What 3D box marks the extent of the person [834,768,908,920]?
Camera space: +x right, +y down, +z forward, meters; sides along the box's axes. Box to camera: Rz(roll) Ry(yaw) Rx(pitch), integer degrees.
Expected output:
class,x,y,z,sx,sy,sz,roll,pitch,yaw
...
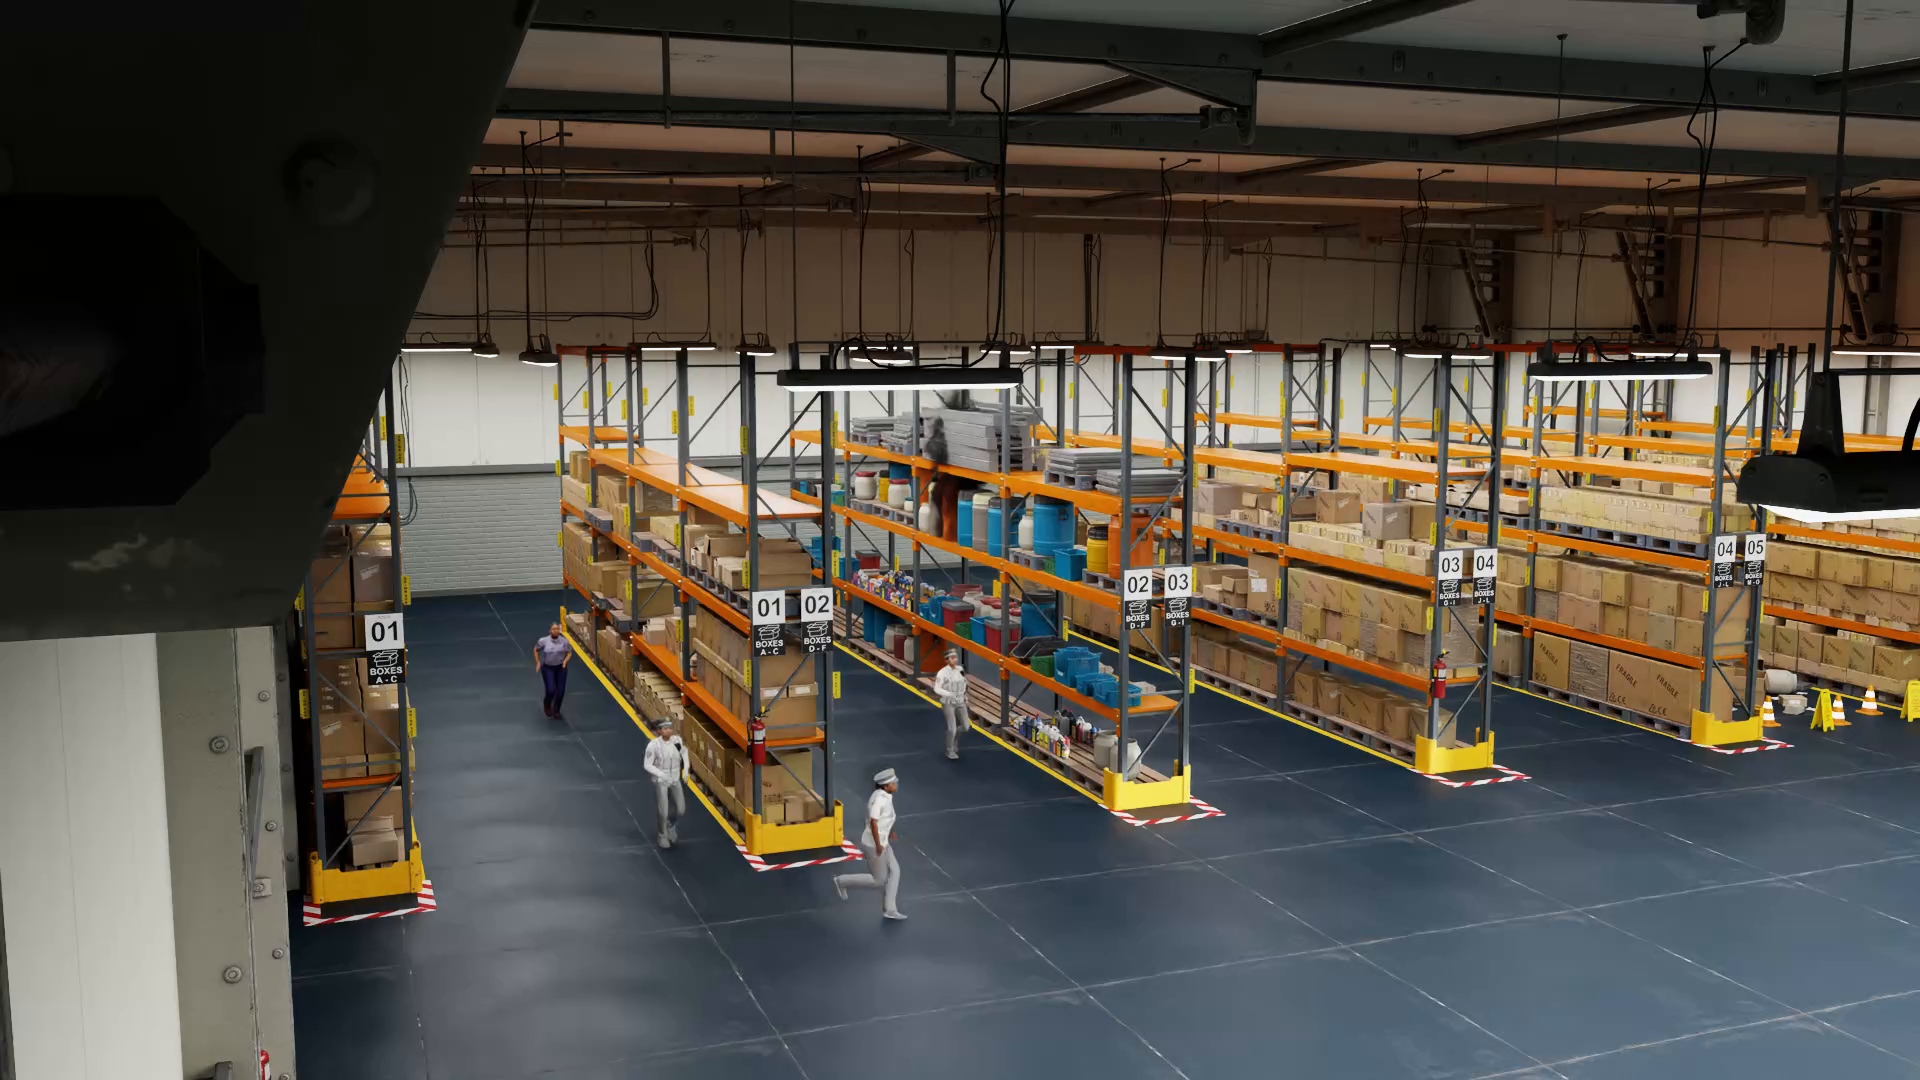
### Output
class,x,y,z,sx,sy,sz,roll,pitch,yaw
person,-0.956,3.285,17.877,0.784,1.668,0.586,0,7,-2

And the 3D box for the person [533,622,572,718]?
class,x,y,z,sx,sy,sz,roll,pitch,yaw
person,-6.560,2.120,26.902,0.588,1.602,0.660,-3,8,-25

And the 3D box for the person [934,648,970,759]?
class,x,y,z,sx,sy,sz,roll,pitch,yaw
person,-0.064,2.409,24.453,0.605,1.647,0.529,-4,8,-29

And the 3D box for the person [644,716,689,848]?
class,x,y,z,sx,sy,sz,roll,pitch,yaw
person,-3.528,2.945,20.242,0.635,1.659,0.565,-4,8,-31
